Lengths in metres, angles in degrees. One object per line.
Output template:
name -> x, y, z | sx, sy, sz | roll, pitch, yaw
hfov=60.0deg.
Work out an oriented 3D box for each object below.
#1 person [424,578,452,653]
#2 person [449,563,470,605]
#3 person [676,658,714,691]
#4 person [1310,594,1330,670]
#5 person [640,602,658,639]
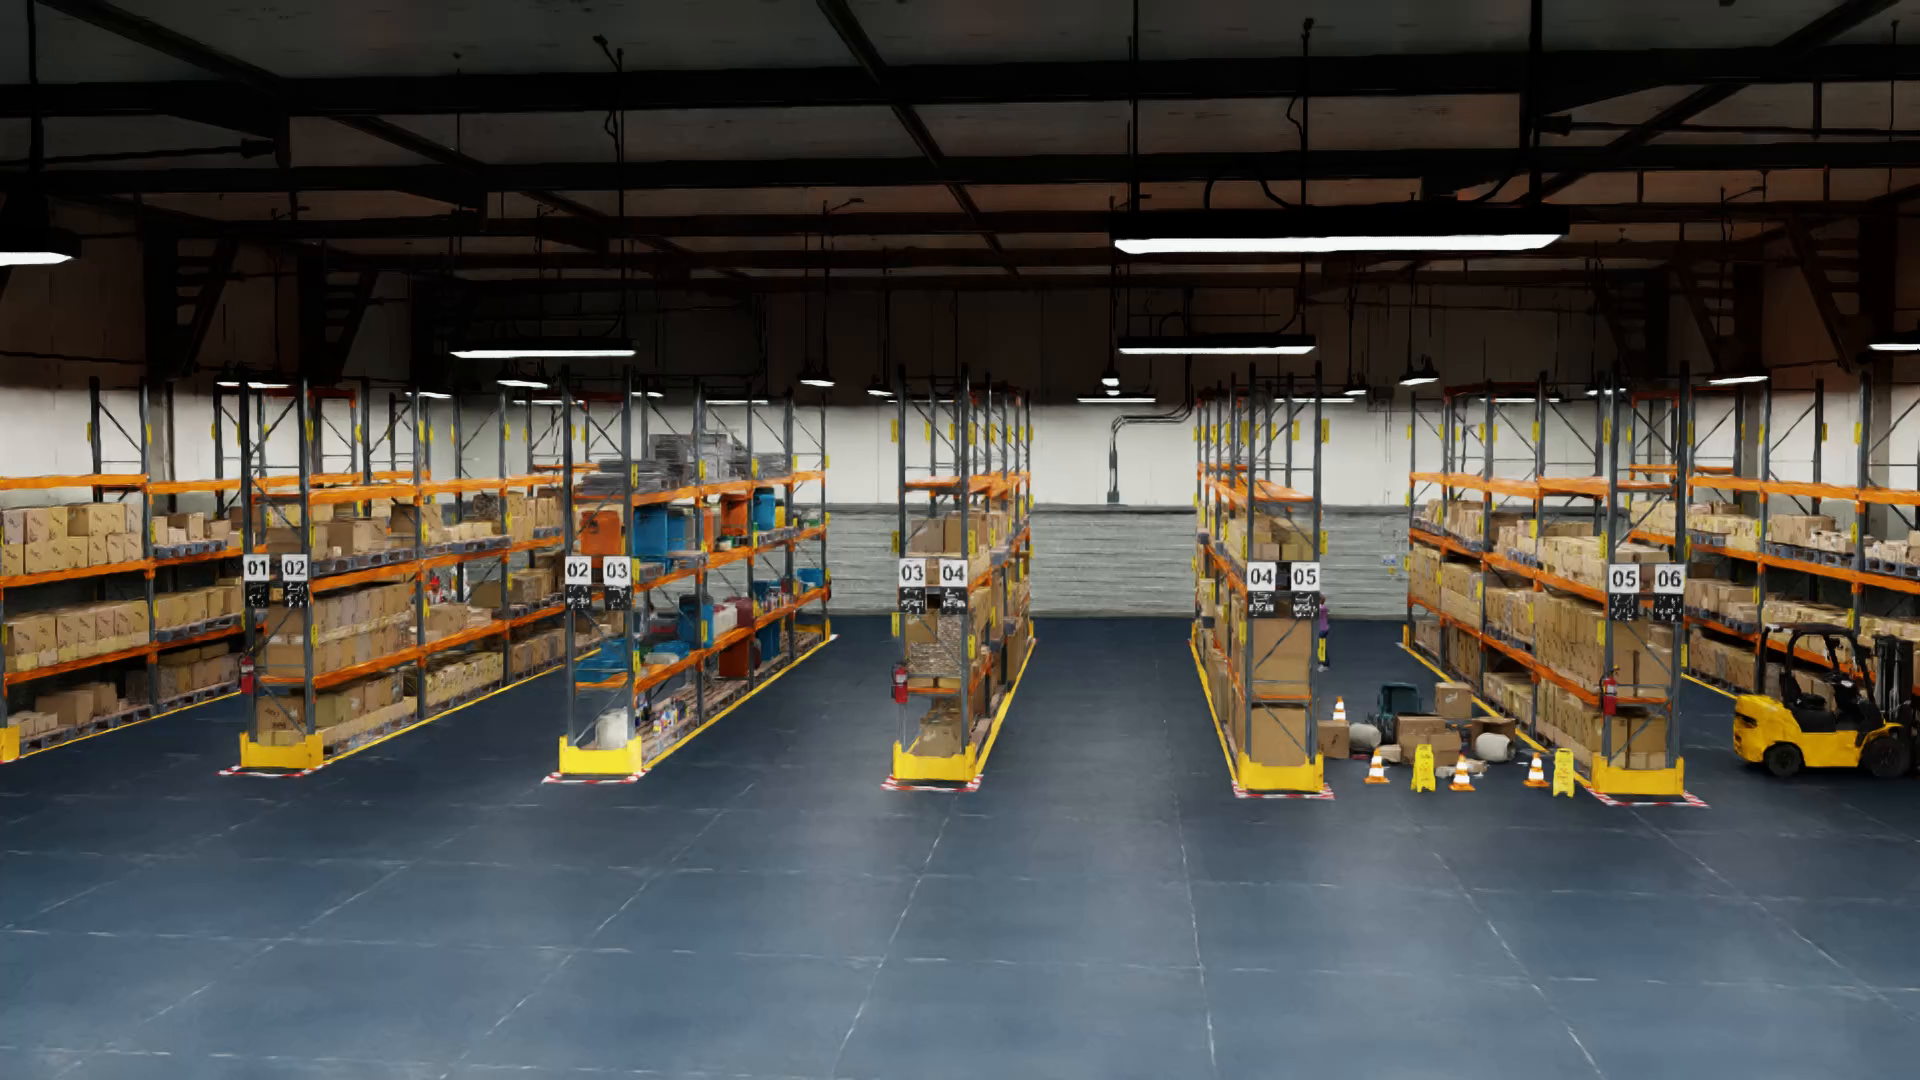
person -> -11.892, 1.714, 37.829 | 0.677, 1.742, 0.552 | 0, 4, 4
person -> -13.032, 1.309, 43.471 | 0.566, 1.781, 0.718 | 4, 5, 44
person -> -5.009, 2.013, 31.639 | 0.566, 1.766, 0.701 | -3, 5, -41
person -> 7.639, 1.935, 35.238 | 0.511, 1.596, 0.494 | 3, 5, 36
person -> -6.437, 2.021, 34.504 | 0.417, 1.507, 1.037 | 1, 4, 8
